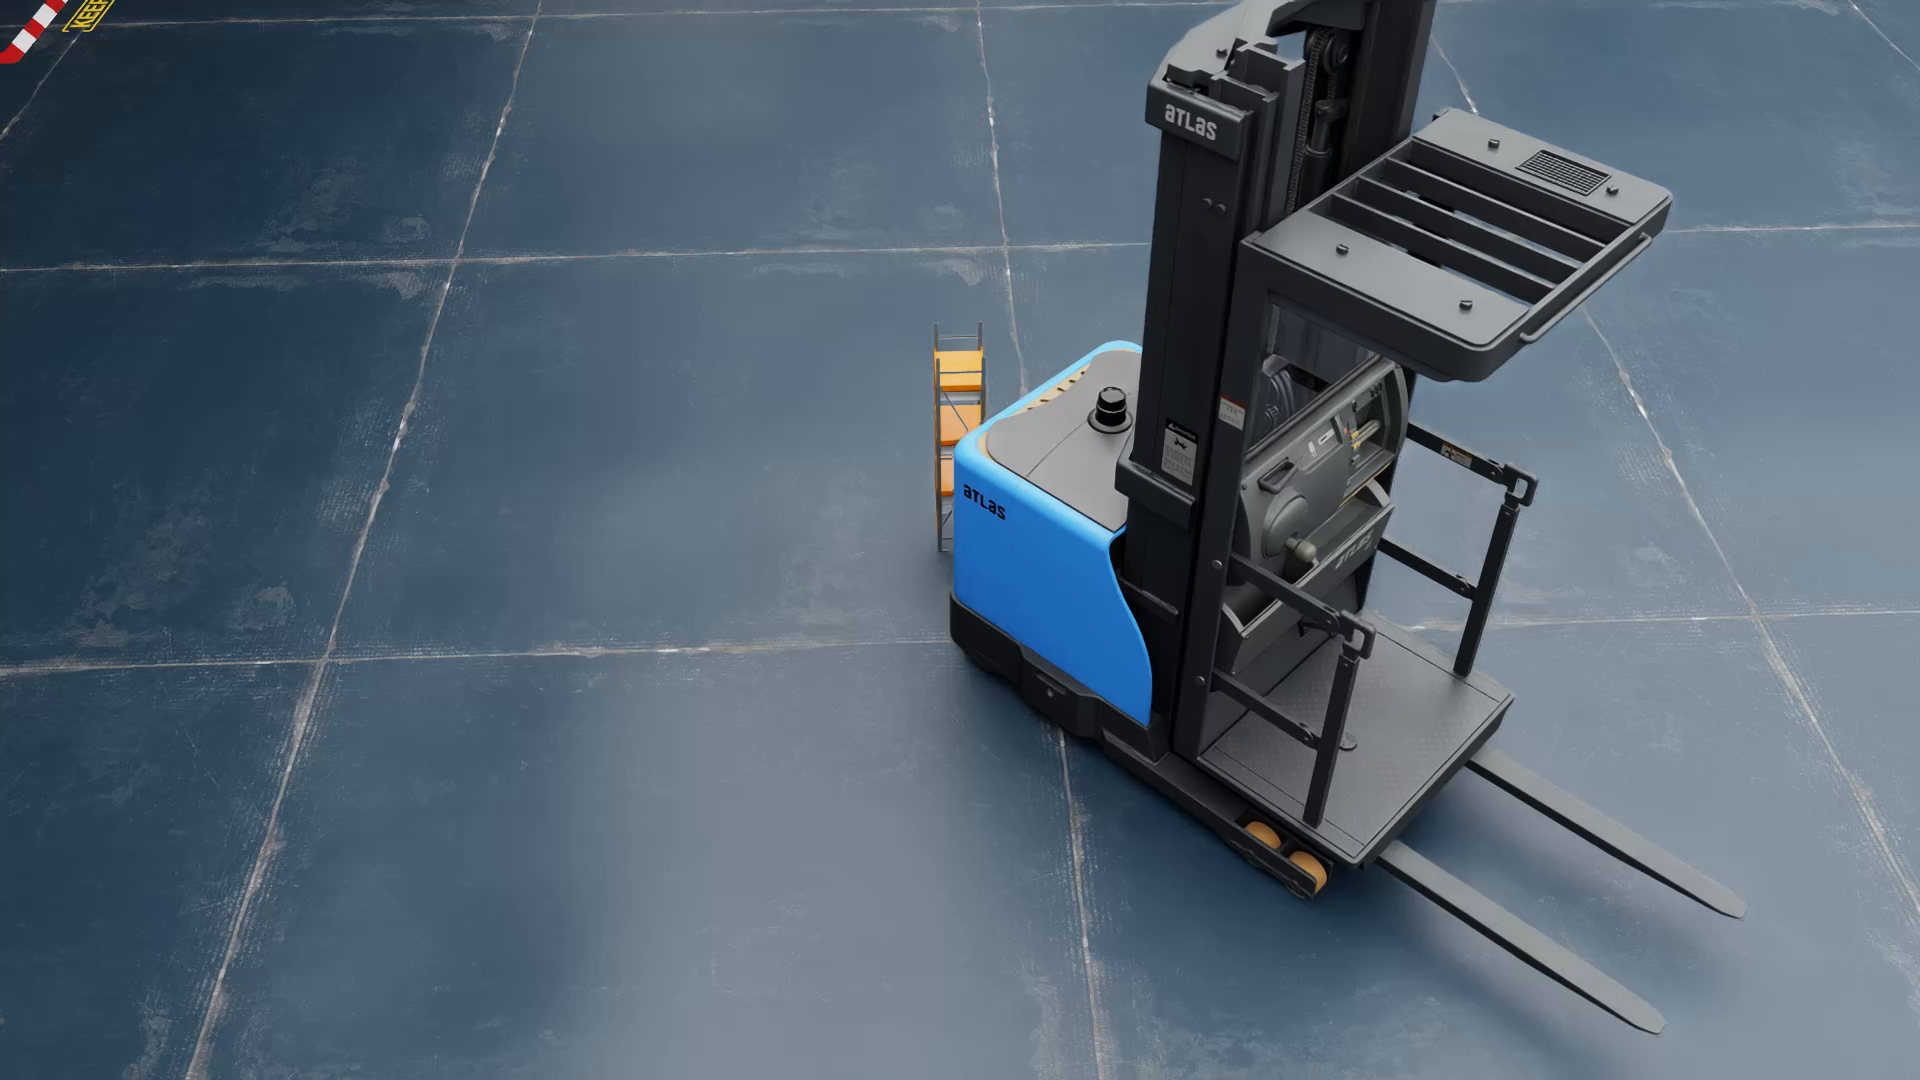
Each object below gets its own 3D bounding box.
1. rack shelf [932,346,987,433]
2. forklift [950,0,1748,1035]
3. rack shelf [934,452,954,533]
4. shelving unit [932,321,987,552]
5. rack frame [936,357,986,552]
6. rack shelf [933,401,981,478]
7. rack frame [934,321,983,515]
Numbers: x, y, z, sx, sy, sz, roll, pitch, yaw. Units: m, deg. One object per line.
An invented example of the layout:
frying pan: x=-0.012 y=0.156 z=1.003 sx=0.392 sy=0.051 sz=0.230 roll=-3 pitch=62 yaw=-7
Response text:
rack shelf: x=-0.002 y=-0.625 z=6.900 sx=0.215 sy=0.259 sz=0.240 roll=-2 pitch=43 yaw=-2
forklift: x=1.374 y=-0.196 z=5.445 sx=3.031 sy=2.935 sz=1.130 roll=33 pitch=52 yaw=31
rack shelf: x=-0.002 y=-0.210 z=7.279 sx=0.215 sy=0.259 sz=0.240 roll=-2 pitch=43 yaw=-2
shelving unit: x=-0.002 y=-0.423 z=7.084 sx=0.215 sy=1.050 sz=0.252 roll=-2 pitch=43 yaw=-2
rack frame: x=0.003 y=-0.341 z=6.994 sx=0.200 sy=1.050 sz=0.008 roll=-2 pitch=43 yaw=-2
rack shelf: x=-0.002 y=-0.415 z=7.092 sx=0.215 sy=0.259 sz=0.240 roll=-2 pitch=43 yaw=-2
rack frame: x=-0.007 y=-0.506 z=7.174 sx=0.200 sy=1.050 sz=0.008 roll=-2 pitch=43 yaw=-2
